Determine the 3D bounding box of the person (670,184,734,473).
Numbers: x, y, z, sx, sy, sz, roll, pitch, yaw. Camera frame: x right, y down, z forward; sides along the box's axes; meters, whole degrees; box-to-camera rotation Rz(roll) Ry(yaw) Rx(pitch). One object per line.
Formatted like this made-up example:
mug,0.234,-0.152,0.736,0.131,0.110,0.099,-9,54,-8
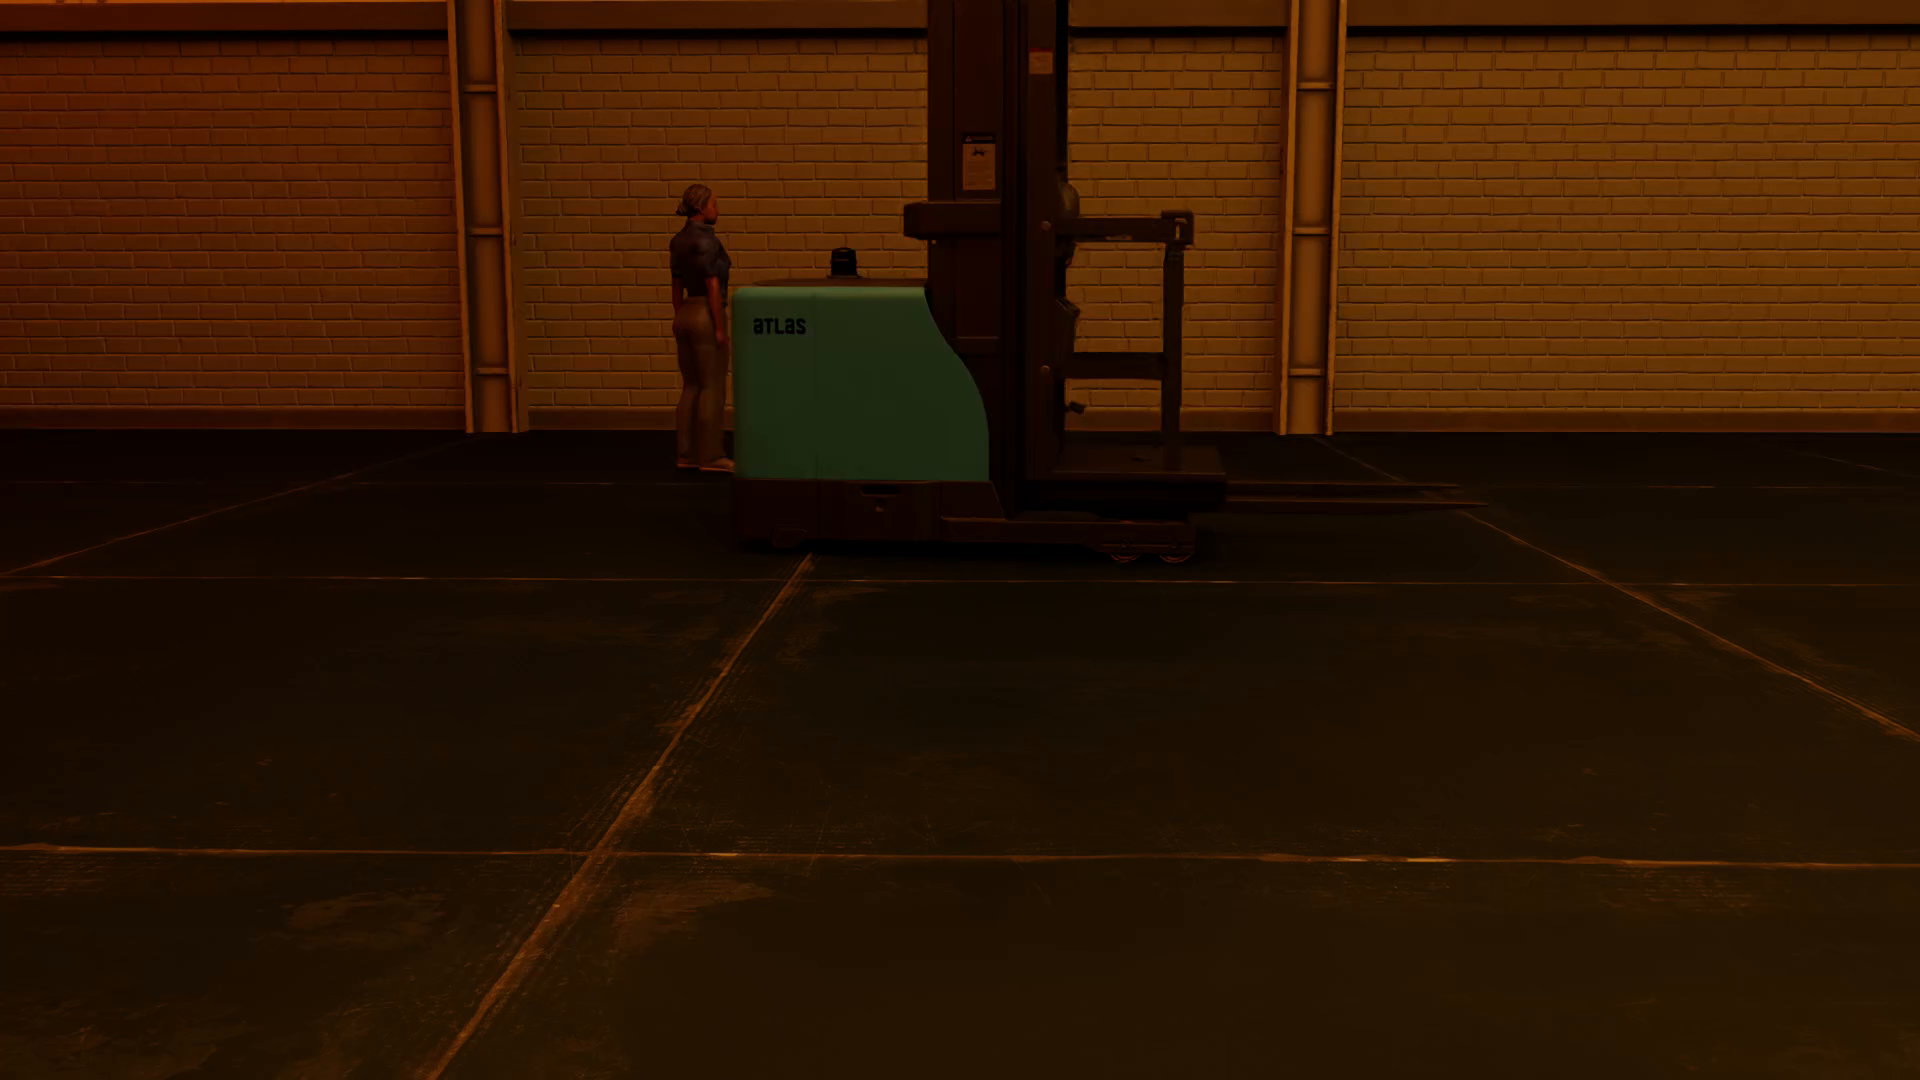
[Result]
person,-1.490,-1.233,9.719,0.329,1.662,0.457,-7,11,-38

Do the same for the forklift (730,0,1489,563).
forklift,0.618,-1.442,6.858,3.031,2.935,1.130,1,9,6
